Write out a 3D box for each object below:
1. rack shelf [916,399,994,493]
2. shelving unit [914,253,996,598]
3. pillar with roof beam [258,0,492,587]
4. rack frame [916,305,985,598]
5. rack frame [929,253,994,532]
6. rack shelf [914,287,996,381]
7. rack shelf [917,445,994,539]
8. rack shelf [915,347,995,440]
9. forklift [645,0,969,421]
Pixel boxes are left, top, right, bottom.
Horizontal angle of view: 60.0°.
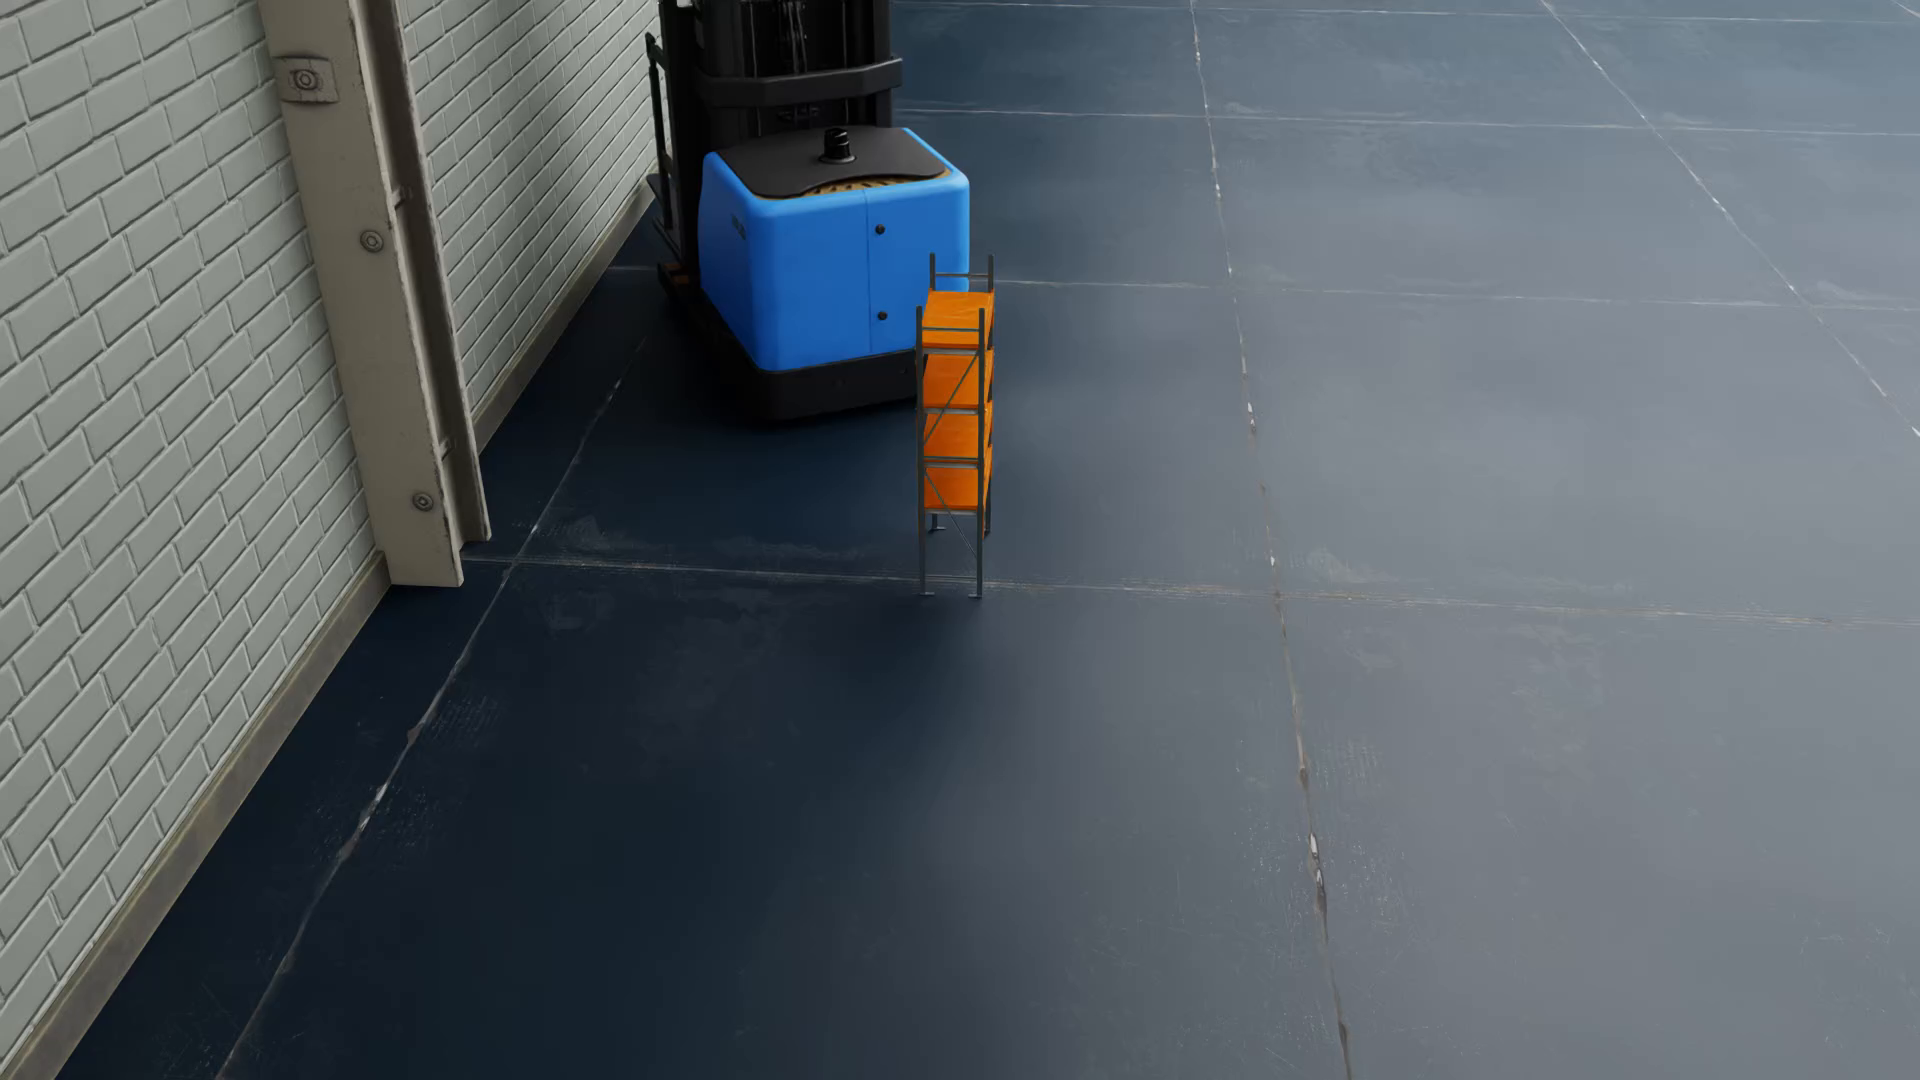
[{"bbox_3d":[-0.013,-0.367,6.330,0.258,0.148,0.480,2,32,4],"label":"rack shelf"},{"bbox_3d":[-0.013,-0.424,6.295,0.258,1.200,0.503,2,32,4],"label":"shelving unit"},{"bbox_3d":[2.211,-3.575,3.973,9.100,9.000,0.400,2,32,4],"label":"pillar with roof beam"},{"bbox_3d":[-0.033,-0.297,6.088,0.240,1.200,0.015,2,32,4],"label":"rack frame"},{"bbox_3d":[0.006,-0.552,6.502,0.240,1.200,0.015,2,32,4],"label":"rack frame"},{"bbox_3d":[-0.013,-0.759,6.089,0.258,0.148,0.480,2,32,4],"label":"rack shelf"},{"bbox_3d":[-0.013,-0.198,6.434,0.258,0.148,0.480,2,32,4],"label":"rack shelf"},{"bbox_3d":[-0.013,-0.557,6.213,0.258,0.148,0.480,2,32,4],"label":"rack shelf"},{"bbox_3d":[-0.967,-2.545,8.086,1.130,2.935,3.031,-12,34,-19],"label":"forklift"}]
